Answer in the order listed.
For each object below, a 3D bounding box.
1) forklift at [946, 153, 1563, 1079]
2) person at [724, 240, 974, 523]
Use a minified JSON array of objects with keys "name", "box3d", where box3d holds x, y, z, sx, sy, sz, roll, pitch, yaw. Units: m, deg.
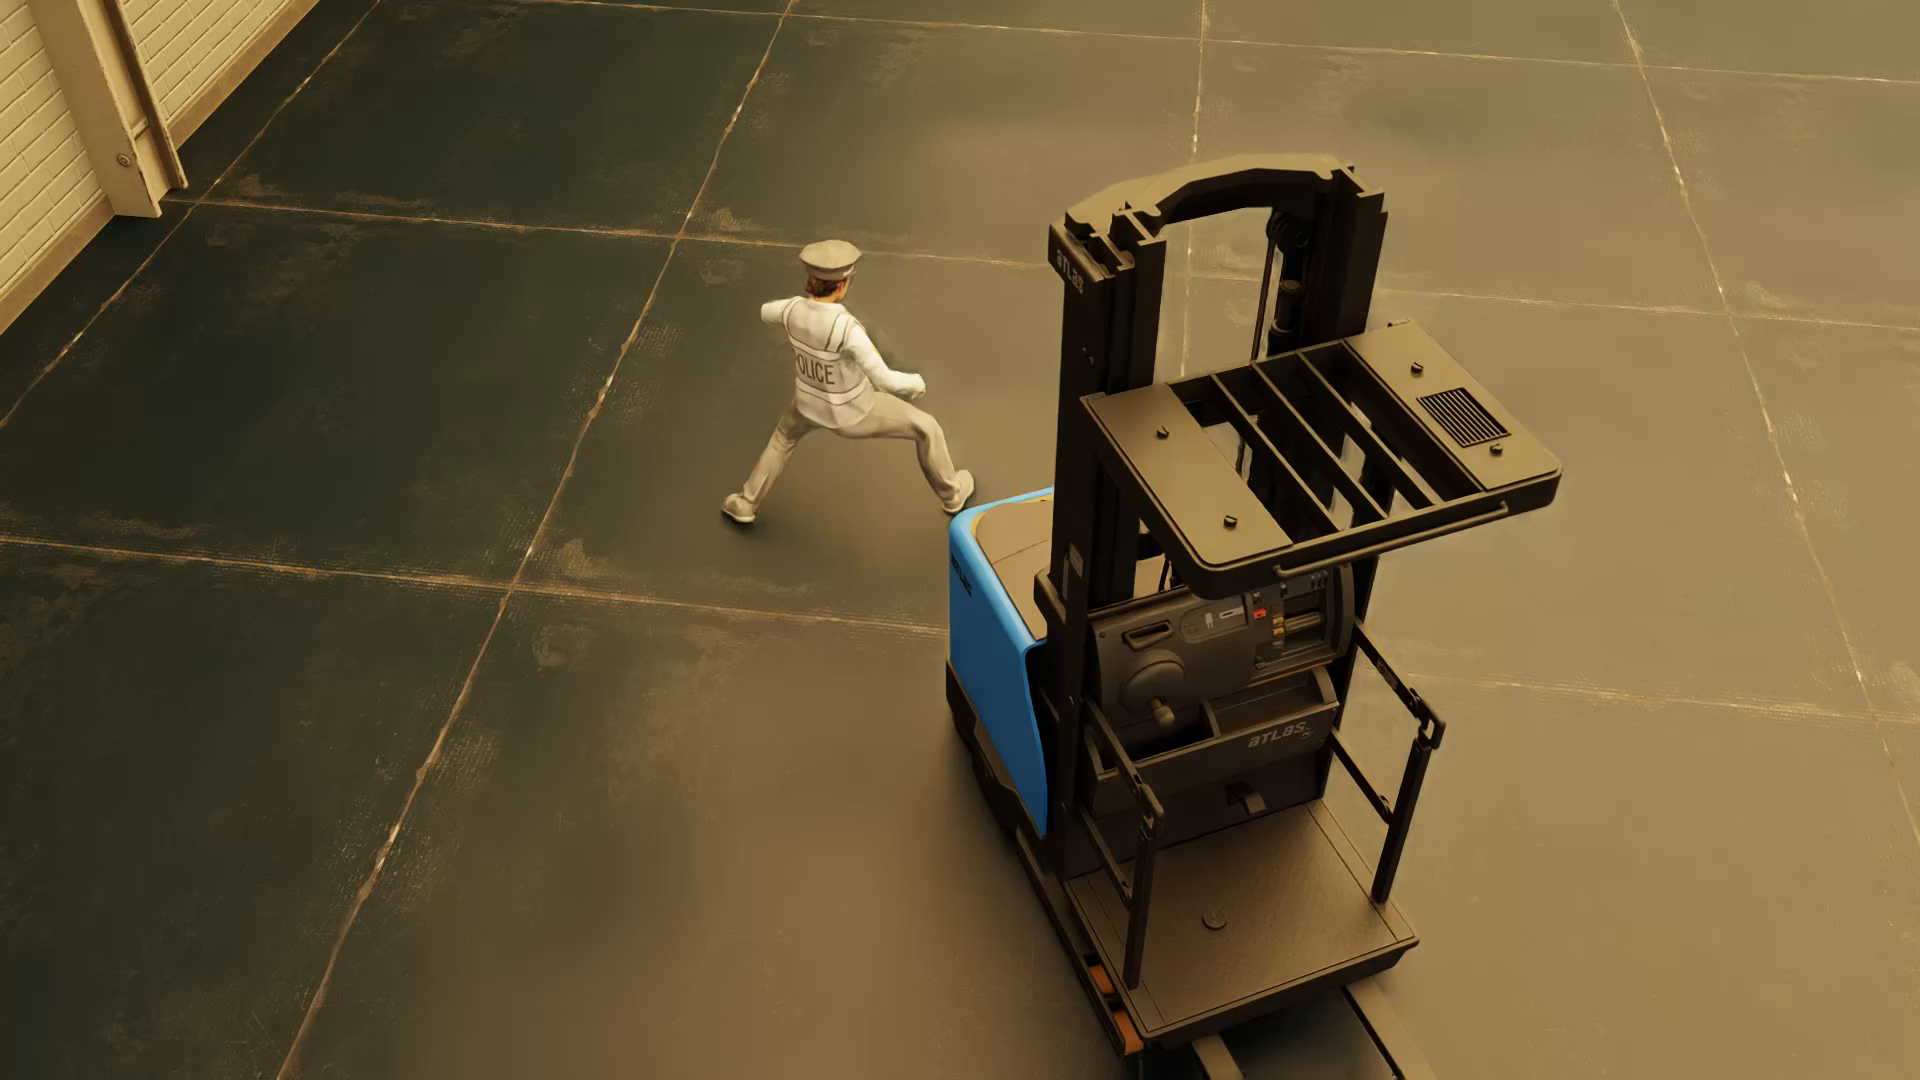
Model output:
[{"name":"forklift","box3d":[0.947,0.417,5.270,1.130,2.935,3.031,-15,45,-15]},{"name":"person","box3d":[-0.539,-0.721,7.607,0.998,1.518,0.922,26,49,25]}]
